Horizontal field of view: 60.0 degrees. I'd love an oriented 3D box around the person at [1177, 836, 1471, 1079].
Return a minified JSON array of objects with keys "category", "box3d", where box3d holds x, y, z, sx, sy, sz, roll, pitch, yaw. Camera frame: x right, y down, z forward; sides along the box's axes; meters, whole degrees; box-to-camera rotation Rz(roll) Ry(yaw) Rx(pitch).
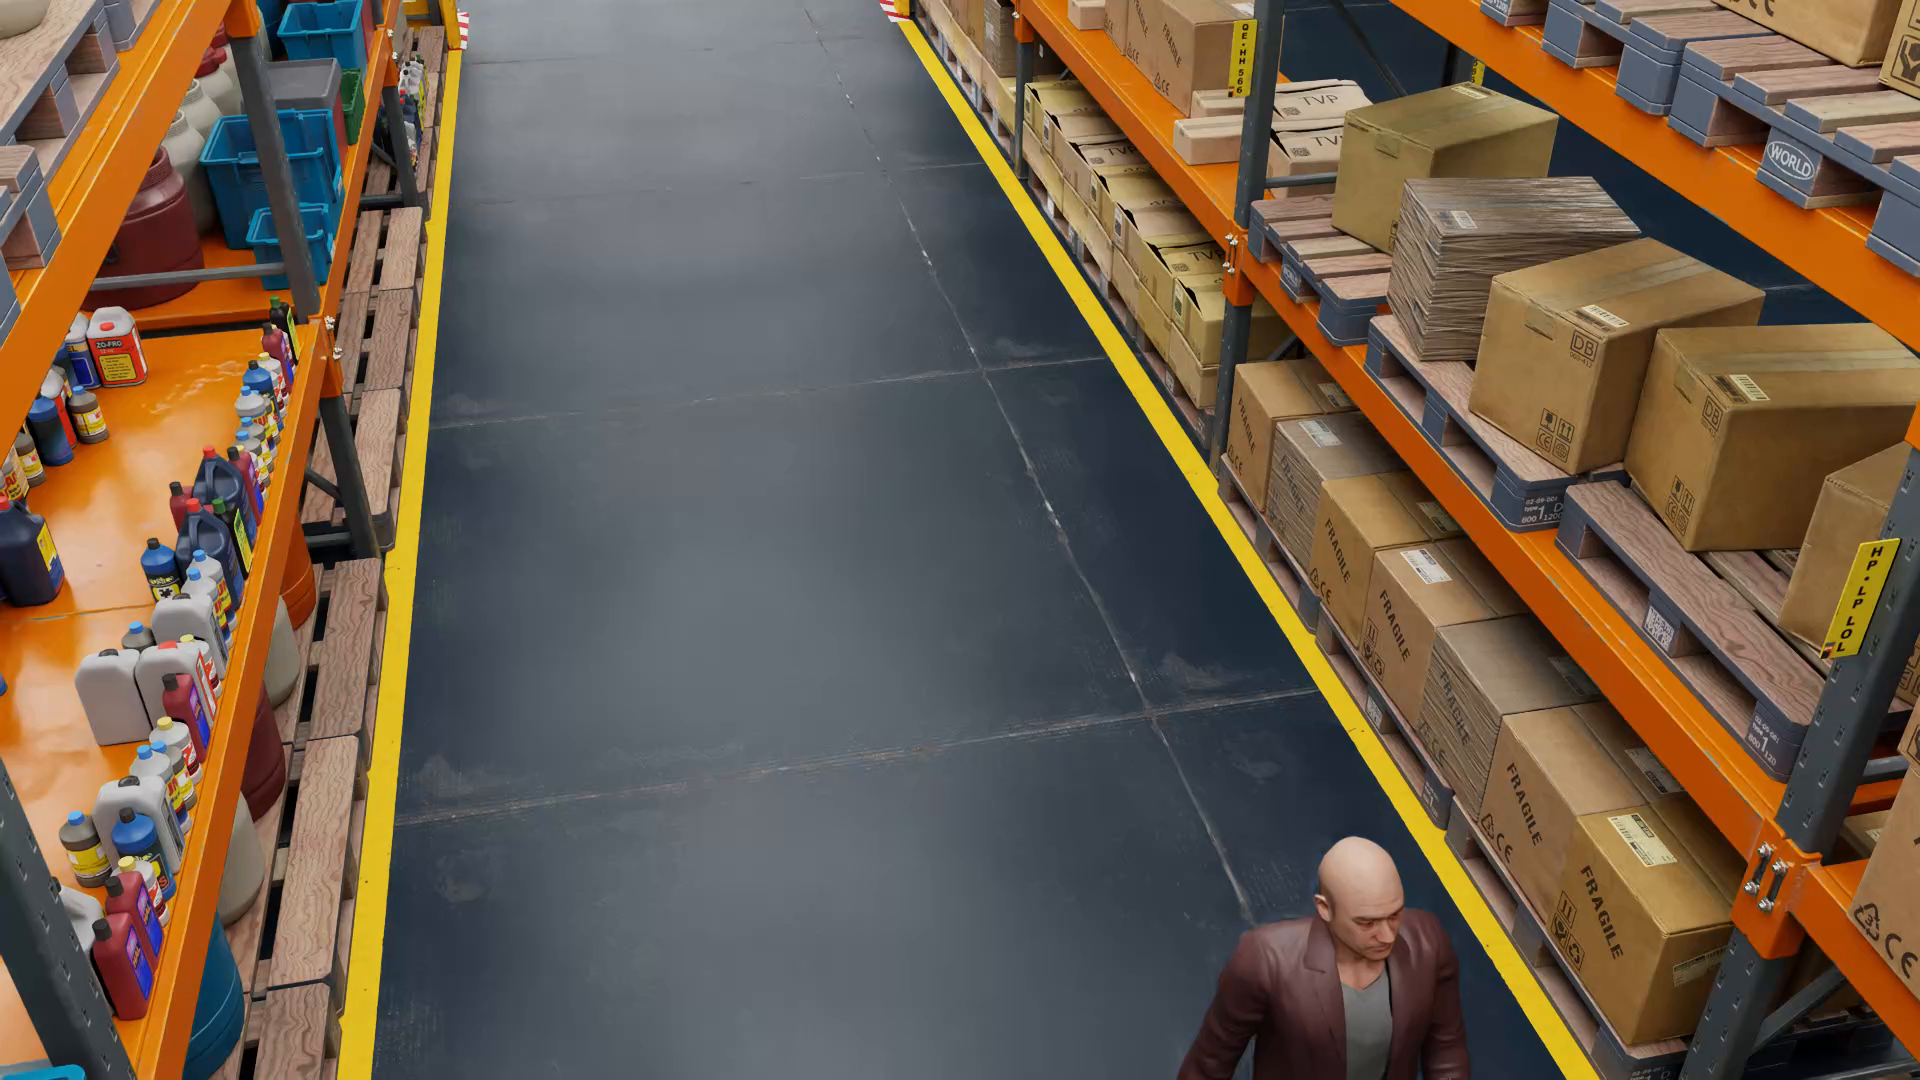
[{"category":"person","box3d":[0.906,1.441,3.987,0.627,1.731,1.054,-8,35,-12]}]
